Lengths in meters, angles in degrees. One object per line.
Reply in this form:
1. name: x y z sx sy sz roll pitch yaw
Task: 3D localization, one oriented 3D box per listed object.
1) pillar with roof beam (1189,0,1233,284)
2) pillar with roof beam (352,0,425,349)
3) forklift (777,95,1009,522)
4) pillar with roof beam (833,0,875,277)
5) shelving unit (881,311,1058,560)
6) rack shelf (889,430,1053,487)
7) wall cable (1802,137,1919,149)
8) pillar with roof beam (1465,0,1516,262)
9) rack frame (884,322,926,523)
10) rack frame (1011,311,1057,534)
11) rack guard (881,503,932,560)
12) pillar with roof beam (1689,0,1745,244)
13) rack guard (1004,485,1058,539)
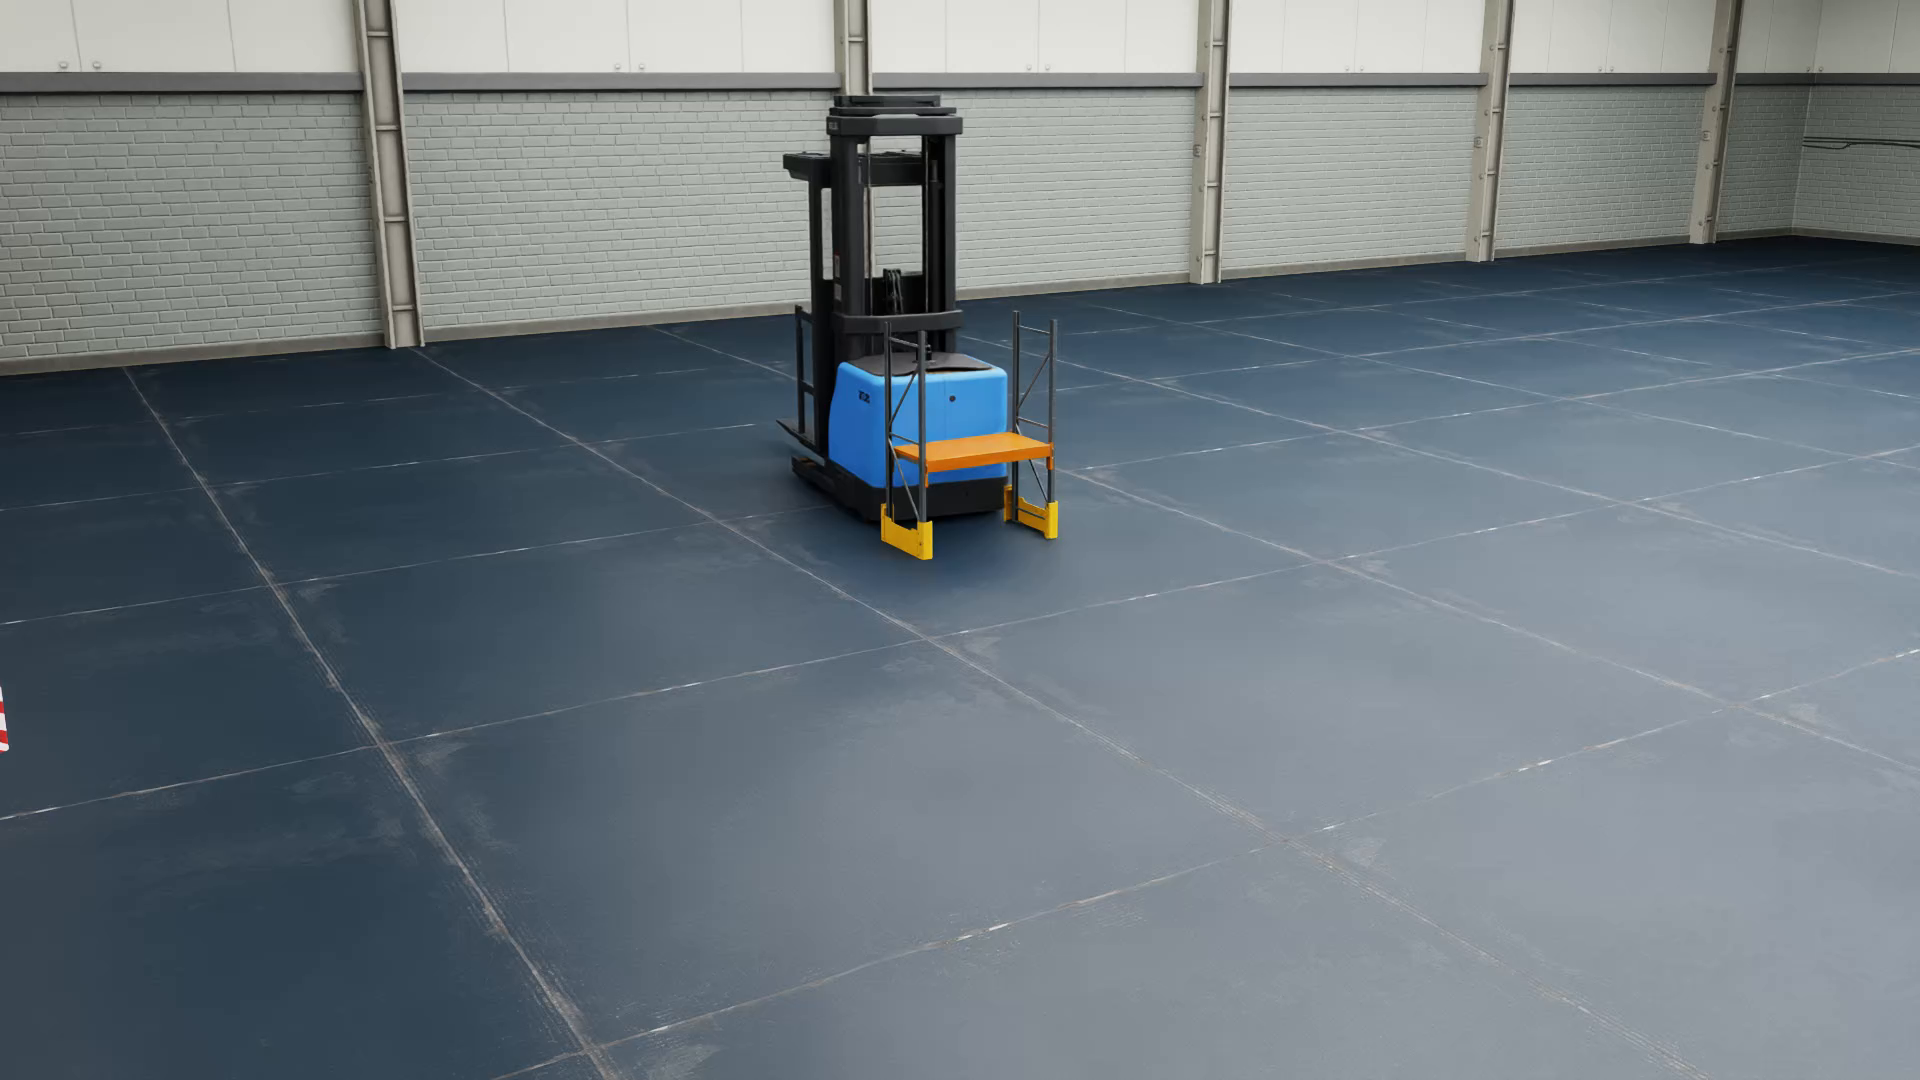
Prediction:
1. pillar with roof beam: 5.970 -7.293 20.756 0.400 9.000 9.100 -9 18 -30
2. pillar with roof beam: -4.317 -5.625 14.805 0.400 9.000 9.100 -9 18 -30
3. forklift: -0.683 -1.891 12.727 1.130 2.935 3.031 -6 17 -22
4. pillar with roof beam: 0.827 -6.459 17.780 0.400 9.000 9.100 -9 18 -30
5. shelving unit: 0.065 -0.733 11.245 1.083 1.500 0.587 -9 18 -30
6. rack shelf: 0.073 -0.561 11.298 1.000 0.185 0.538 -9 18 -30
7. wall cable: 17.245 -8.566 31.048 0.112 2.526 3.097 -9 18 -30
8. pillar with roof beam: 11.113 -8.127 23.731 0.400 9.000 9.100 -9 18 -30
9. rack frame: -0.363 -0.663 10.998 0.032 1.500 0.500 -9 18 -30
10. rack frame: 0.509 -0.805 11.502 0.032 1.500 0.500 -9 18 -30
11. rack guard: -0.362 -0.062 11.167 0.087 0.250 0.587 -9 18 -30
12. pillar with roof beam: 16.256 -8.961 26.706 0.400 9.000 9.100 -9 18 -30
13. rack guard: 0.492 -0.200 11.661 0.087 0.250 0.587 -9 18 -30
